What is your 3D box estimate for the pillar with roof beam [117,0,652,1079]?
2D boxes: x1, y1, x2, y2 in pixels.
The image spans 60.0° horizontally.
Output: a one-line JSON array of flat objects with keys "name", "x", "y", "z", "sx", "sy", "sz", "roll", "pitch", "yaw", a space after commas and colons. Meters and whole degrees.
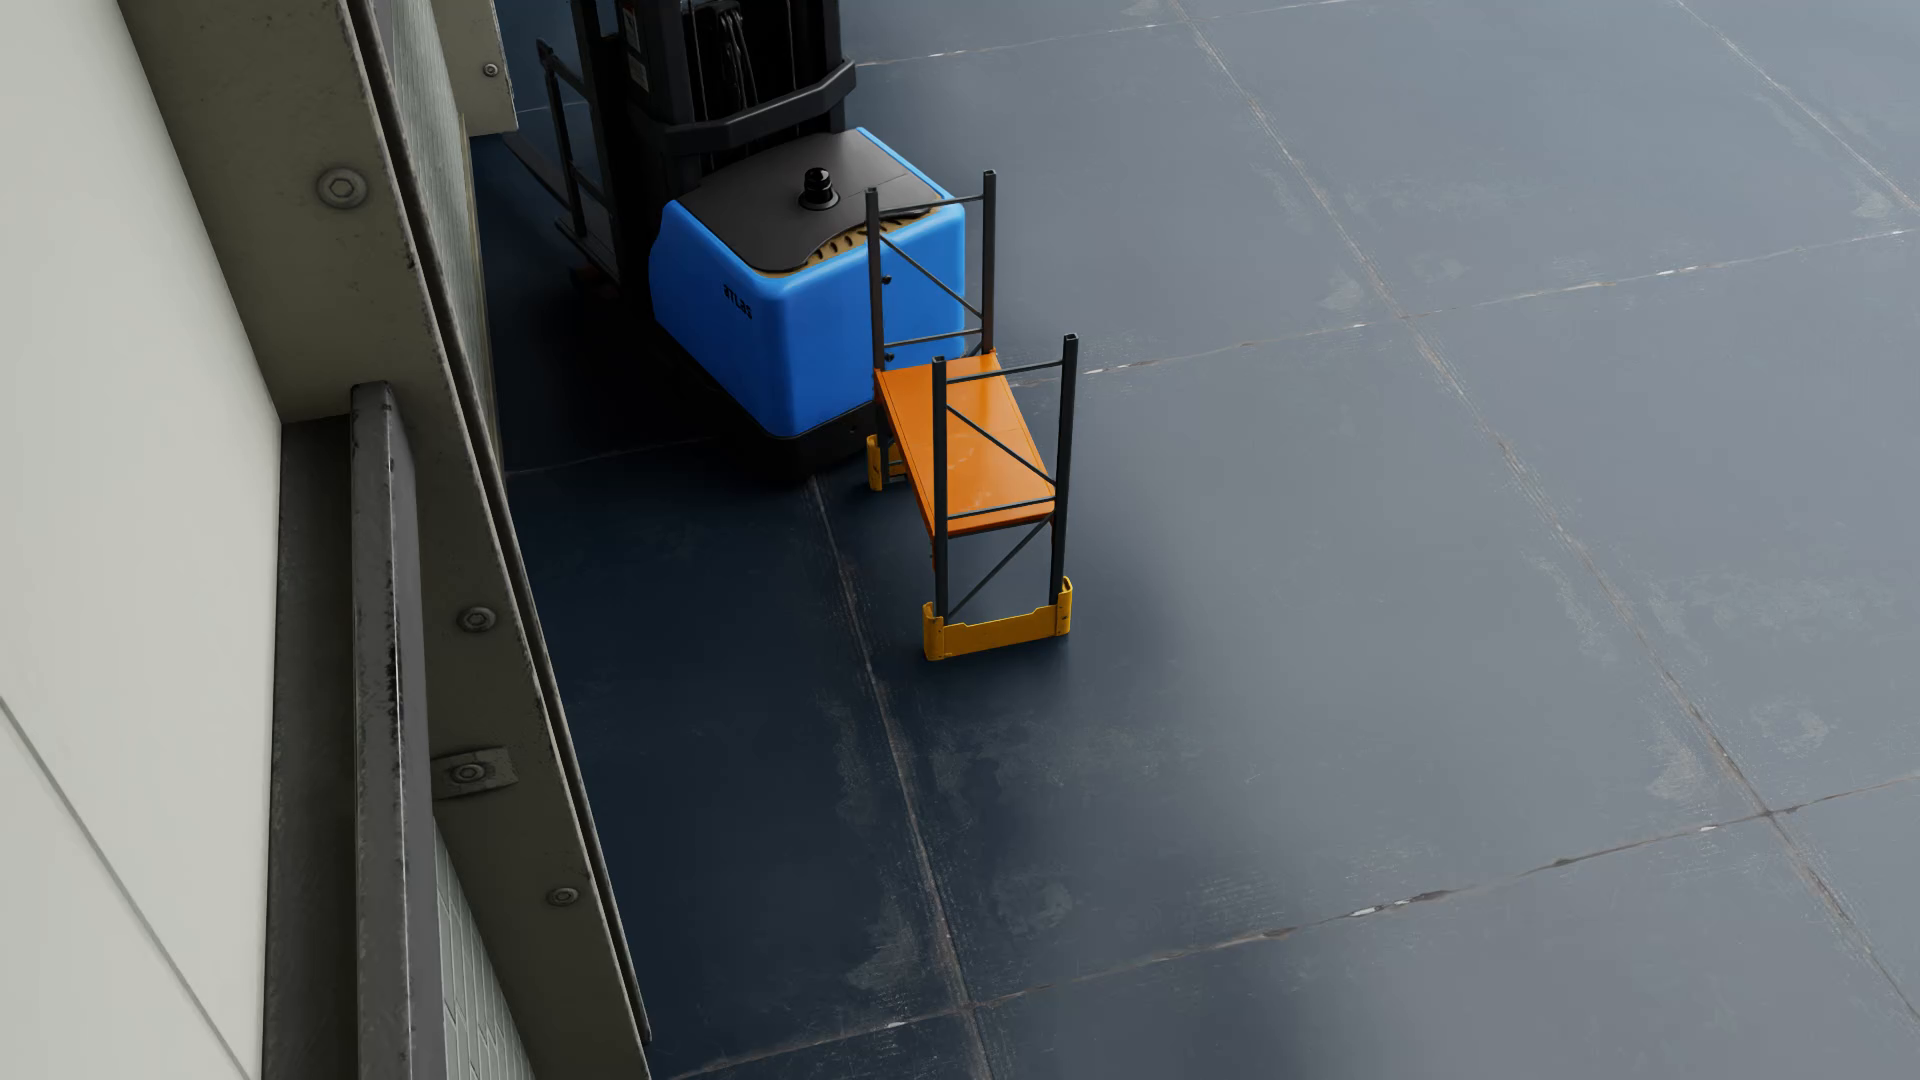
[{"name": "pillar with roof beam", "x": 3.048, "y": -2.180, "z": 2.836, "sx": 9.100, "sy": 9.000, "sz": 0.400, "roll": -11, "pitch": 47, "yaw": -10}]

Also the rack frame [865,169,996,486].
[{"name": "rack frame", "x": -0.108, "y": -0.817, "z": 6.751, "sx": 0.500, "sy": 1.500, "sz": 0.032, "roll": -11, "pitch": 47, "yaw": -10}]

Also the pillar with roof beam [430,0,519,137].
[{"name": "pillar with roof beam", "x": 1.512, "y": -6.322, "z": 6.896, "sx": 9.100, "sy": 9.000, "sz": 0.400, "roll": -11, "pitch": 47, "yaw": -10}]

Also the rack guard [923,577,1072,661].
[{"name": "rack guard", "x": 0.147, "y": 0.309, "z": 6.523, "sx": 0.587, "sy": 0.250, "sz": 0.087, "roll": -11, "pitch": 47, "yaw": -10}]

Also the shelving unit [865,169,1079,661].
[{"name": "shelving unit", "x": 0.020, "y": -0.472, "z": 6.414, "sx": 0.587, "sy": 1.500, "sz": 1.083, "roll": -11, "pitch": 47, "yaw": -10}]

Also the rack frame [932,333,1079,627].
[{"name": "rack frame", "x": 0.152, "y": -0.115, "z": 6.063, "sx": 0.500, "sy": 1.500, "sz": 0.032, "roll": -11, "pitch": 47, "yaw": -10}]

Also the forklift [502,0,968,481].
[{"name": "forklift", "x": -1.248, "y": -2.289, "z": 7.191, "sx": 1.130, "sy": 2.935, "sz": 3.031, "roll": -28, "pitch": 52, "yaw": -25}]

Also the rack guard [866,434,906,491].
[{"name": "rack guard", "x": -0.108, "y": -0.379, "z": 7.197, "sx": 0.587, "sy": 0.250, "sz": 0.087, "roll": -11, "pitch": 47, "yaw": -10}]

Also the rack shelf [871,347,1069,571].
[{"name": "rack shelf", "x": 0.022, "y": -0.340, "z": 6.536, "sx": 0.538, "sy": 0.185, "sz": 1.000, "roll": -11, "pitch": 47, "yaw": -10}]
